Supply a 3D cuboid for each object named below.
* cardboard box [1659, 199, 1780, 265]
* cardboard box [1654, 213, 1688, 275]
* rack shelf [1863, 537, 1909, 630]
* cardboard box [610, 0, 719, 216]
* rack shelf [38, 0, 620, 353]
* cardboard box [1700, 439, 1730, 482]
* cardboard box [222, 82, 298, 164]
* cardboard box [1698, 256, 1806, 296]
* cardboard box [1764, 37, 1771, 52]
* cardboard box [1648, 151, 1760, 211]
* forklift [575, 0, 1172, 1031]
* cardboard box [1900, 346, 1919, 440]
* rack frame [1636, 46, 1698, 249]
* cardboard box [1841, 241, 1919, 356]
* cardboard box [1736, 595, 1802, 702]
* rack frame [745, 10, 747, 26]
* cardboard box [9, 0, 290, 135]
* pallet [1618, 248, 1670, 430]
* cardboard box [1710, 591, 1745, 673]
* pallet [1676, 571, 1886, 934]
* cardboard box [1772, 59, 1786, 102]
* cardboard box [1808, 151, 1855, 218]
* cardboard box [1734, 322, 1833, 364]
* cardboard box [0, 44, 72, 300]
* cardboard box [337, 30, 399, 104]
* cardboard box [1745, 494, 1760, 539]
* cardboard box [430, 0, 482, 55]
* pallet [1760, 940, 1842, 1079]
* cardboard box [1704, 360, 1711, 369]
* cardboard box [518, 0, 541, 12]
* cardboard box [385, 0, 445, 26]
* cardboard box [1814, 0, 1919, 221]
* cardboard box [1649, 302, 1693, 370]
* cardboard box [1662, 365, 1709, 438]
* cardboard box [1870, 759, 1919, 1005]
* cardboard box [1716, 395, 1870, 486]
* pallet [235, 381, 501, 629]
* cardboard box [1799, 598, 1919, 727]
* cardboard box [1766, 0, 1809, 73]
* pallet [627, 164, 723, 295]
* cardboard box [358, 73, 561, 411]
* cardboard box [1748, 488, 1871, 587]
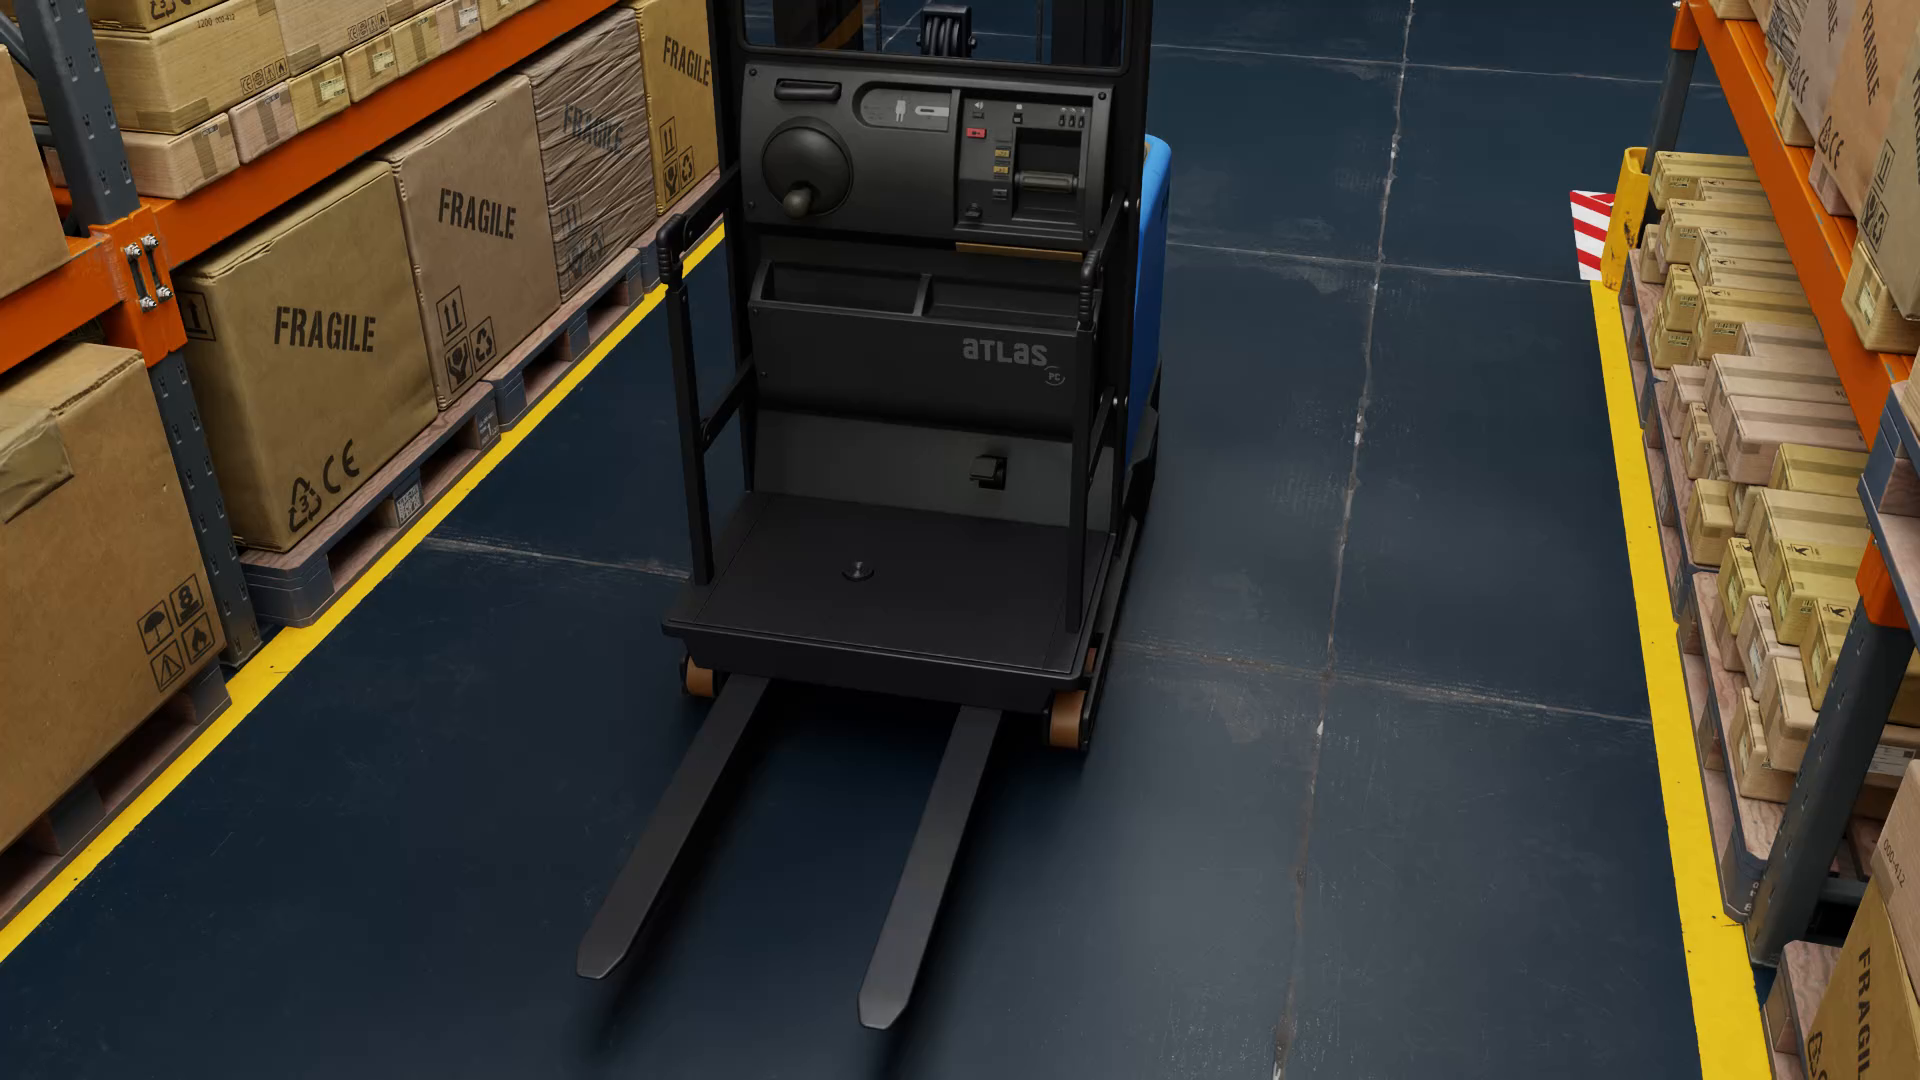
[{"bbox_3d":[2.688,-1.073,5.853,0.380,0.149,0.250,8,33,12],"label":"cardboard box"},{"bbox_3d":[2.786,-1.075,6.133,0.380,0.149,0.250,8,33,12],"label":"cardboard box"},{"bbox_3d":[1.769,1.071,1.440,1.077,0.370,4.000,8,33,12],"label":"rack shelf"},{"bbox_3d":[-1.566,-2.012,7.207,0.875,0.875,0.875,8,33,12],"label":"cardboard box"},{"bbox_3d":[-1.988,-1.733,5.850,1.077,0.370,4.000,8,33,12],"label":"rack shelf"},{"bbox_3d":[2.440,-0.158,4.968,0.380,0.149,0.250,9,33,13],"label":"cardboard box"},{"bbox_3d":[-2.032,-1.137,4.476,0.380,0.149,0.250,7,33,11],"label":"cardboard box"},{"bbox_3d":[2.626,-0.791,5.409,0.380,0.149,0.250,9,34,14],"label":"cardboard box"},{"bbox_3d":[2.722,-1.556,5.136,0.380,0.149,0.250,8,33,12],"label":"cardboard box"},{"bbox_3d":[2.830,-1.346,6.282,0.380,0.149,0.250,7,33,10],"label":"cardboard box"},{"bbox_3d":[-0.138,-0.907,3.945,1.130,2.935,3.031,7,33,11],"label":"forklift"},{"bbox_3d":[1.731,-0.200,2.611,0.380,0.149,0.250,6,33,10],"label":"cardboard box"},{"bbox_3d":[3.291,-2.346,6.145,1.000,3.000,0.127,8,33,12],"label":"rack frame"},{"bbox_3d":[2.082,-0.493,3.464,0.380,0.149,0.250,7,33,11],"label":"cardboard box"},{"bbox_3d":[2.105,0.281,4.001,0.380,0.149,0.250,6,33,10],"label":"cardboard box"},{"bbox_3d":[-1.481,-3.074,7.290,1.000,3.000,0.127,8,33,12],"label":"rack frame"},{"bbox_3d":[-2.123,-1.269,4.312,0.500,0.250,0.500,7,33,11],"label":"cardboard box"},{"bbox_3d":[3.032,-0.713,6.175,1.003,0.211,1.213,8,33,12],"label":"pallet"},{"bbox_3d":[2.198,0.236,4.349,0.380,0.149,0.250,7,33,11],"label":"cardboard box"},{"bbox_3d":[2.413,0.553,4.184,1.003,0.211,1.213,8,33,12],"label":"pallet"},{"bbox_3d":[2.546,-1.300,4.734,0.380,0.149,0.250,9,34,14],"label":"cardboard box"},{"bbox_3d":[2.337,-0.899,4.103,0.380,0.149,0.250,7,33,10],"label":"cardboard box"},{"bbox_3d":[2.544,-0.517,4.978,0.380,0.149,0.250,8,33,12],"label":"cardboard box"},{"bbox_3d":[-2.350,-0.761,3.557,0.500,0.500,0.500,8,33,13],"label":"cardboard box"},{"bbox_3d":[-1.901,-1.410,4.907,0.380,0.149,0.250,7,33,11],"label":"cardboard box"},{"bbox_3d":[2.315,0.023,4.407,0.380,0.149,0.250,8,33,13],"label":"cardboard box"},{"bbox_3d":[-1.770,-1.673,5.320,0.380,0.149,0.250,8,33,13],"label":"cardboard box"},{"bbox_3d":[2.080,1.310,2.992,1.003,0.211,1.213,8,33,12],"label":"pallet"},{"bbox_3d":[2.664,-0.667,5.491,0.380,0.149,0.250,6,33,10],"label":"cardboard box"},{"bbox_3d":[-1.641,-1.945,5.748,0.380,0.149,0.250,9,33,13],"label":"cardboard box"},{"bbox_3d":[-1.866,-1.796,5.141,0.500,0.250,0.500,9,33,14],"label":"cardboard box"},{"bbox_3d":[2.259,-0.997,3.652,0.500,0.500,0.500,7,33,11],"label":"cardboard box"},{"bbox_3d":[2.634,-0.698,5.817,0.380,0.149,0.250,8,33,13],"label":"cardboard box"},{"bbox_3d":[2.514,-0.435,5.404,0.380,0.149,0.250,6,33,10],"label":"cardboard box"},{"bbox_3d":[1.833,0.638,2.690,0.500,0.250,0.500,7,33,10],"label":"cardboard box"},{"bbox_3d":[2.318,-0.261,4.576,0.380,0.149,0.250,6,33,10],"label":"cardboard box"},{"bbox_3d":[-2.227,-0.205,5.376,1.003,0.211,1.213,8,33,12],"label":"pallet"},{"bbox_3d":[2.115,0.284,3.718,0.380,0.149,0.250,9,34,14],"label":"cardboard box"},{"bbox_3d":[2.539,-1.520,4.474,0.500,0.500,0.500,7,33,11],"label":"cardboard box"},{"bbox_3d":[-1.608,-1.472,7.368,1.003,0.211,1.213,8,33,12],"label":"pallet"},{"bbox_3d":[-2.022,-1.078,5.738,0.875,0.875,0.875,8,33,12],"label":"cardboard box"},{"bbox_3d":[2.198,0.016,4.140,0.380,0.149,0.250,8,33,12],"label":"cardboard box"}]
